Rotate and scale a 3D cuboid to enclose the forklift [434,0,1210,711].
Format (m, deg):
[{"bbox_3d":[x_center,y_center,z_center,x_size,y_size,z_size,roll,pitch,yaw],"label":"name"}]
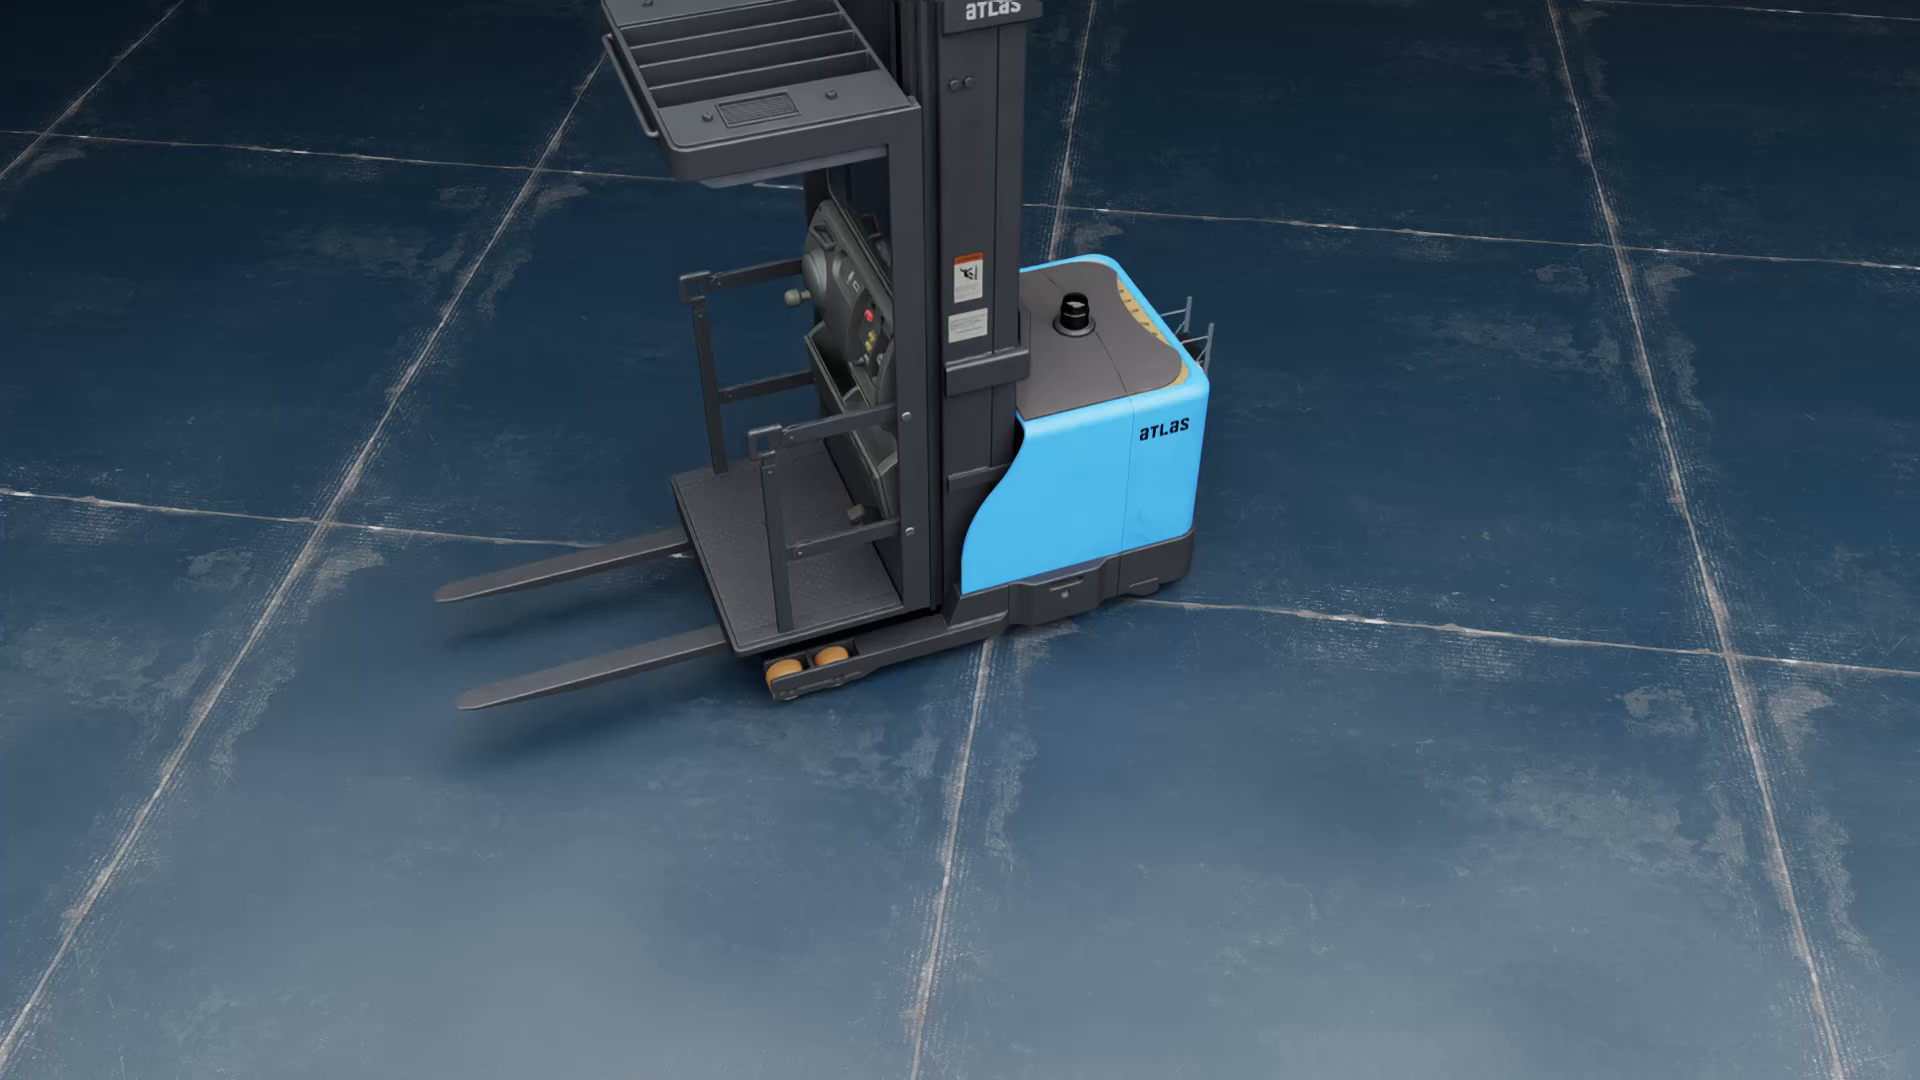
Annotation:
[{"bbox_3d":[-0.595,-0.843,6.030,3.031,2.935,1.130,-14,45,-15],"label":"forklift"}]

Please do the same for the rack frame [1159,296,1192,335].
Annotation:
[{"bbox_3d":[0.869,-0.677,7.332,0.240,0.900,0.006,-14,45,-15],"label":"rack frame"}]

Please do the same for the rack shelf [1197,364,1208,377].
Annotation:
[{"bbox_3d":[0.905,-0.718,7.162,0.258,0.077,0.200,-14,45,-15],"label":"rack shelf"}]

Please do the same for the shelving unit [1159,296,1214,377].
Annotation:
[{"bbox_3d":[0.905,-0.612,7.263,0.258,0.900,0.210,-14,45,-15],"label":"shelving unit"}]

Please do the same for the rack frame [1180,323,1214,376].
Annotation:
[{"bbox_3d":[0.941,-0.546,7.194,0.240,0.900,0.006,-14,45,-15],"label":"rack frame"}]

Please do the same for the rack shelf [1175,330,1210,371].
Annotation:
[{"bbox_3d":[0.906,-0.784,7.101,0.258,0.077,0.200,-14,45,-15],"label":"rack shelf"}]
